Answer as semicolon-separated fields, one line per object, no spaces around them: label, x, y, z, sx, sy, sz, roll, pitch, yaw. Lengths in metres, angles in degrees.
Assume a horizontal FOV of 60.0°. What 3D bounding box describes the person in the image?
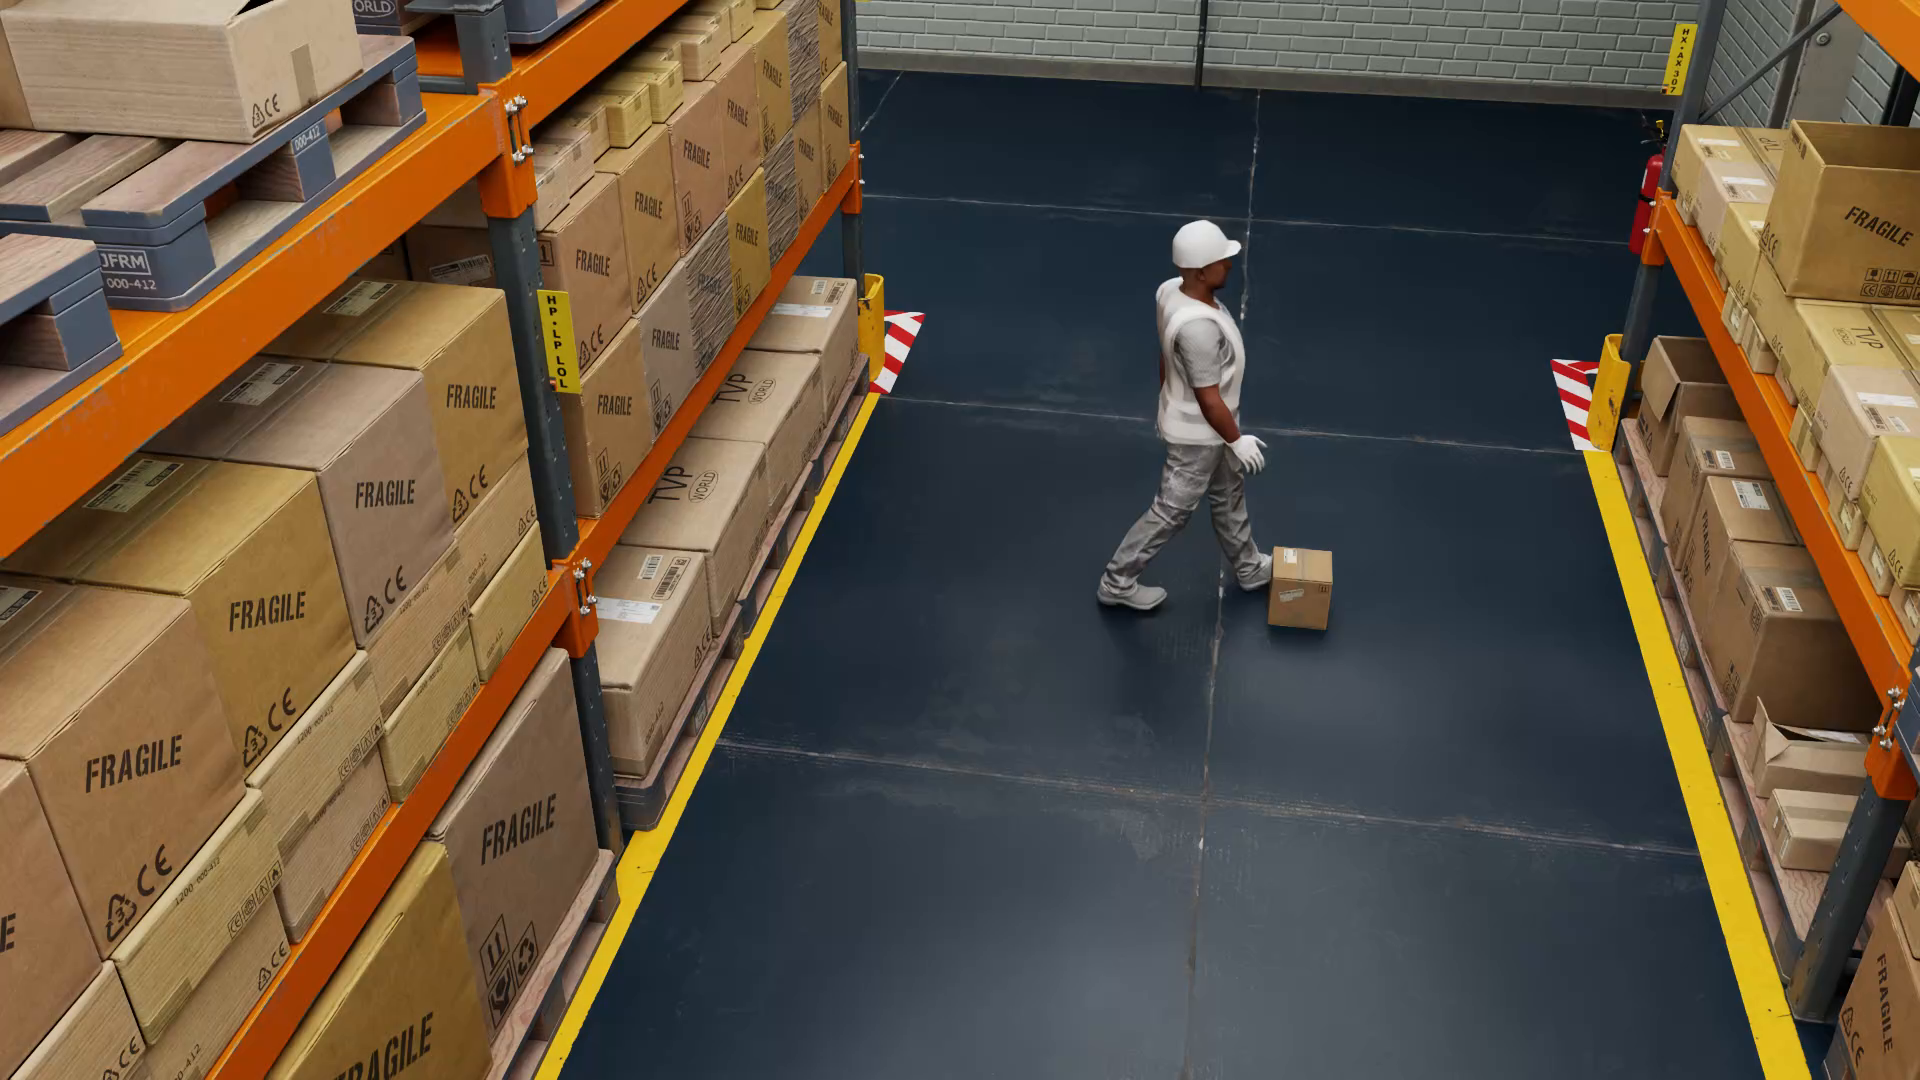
person;1.070;-0.477;6.890;0.934;1.752;0.561;1;32;2
